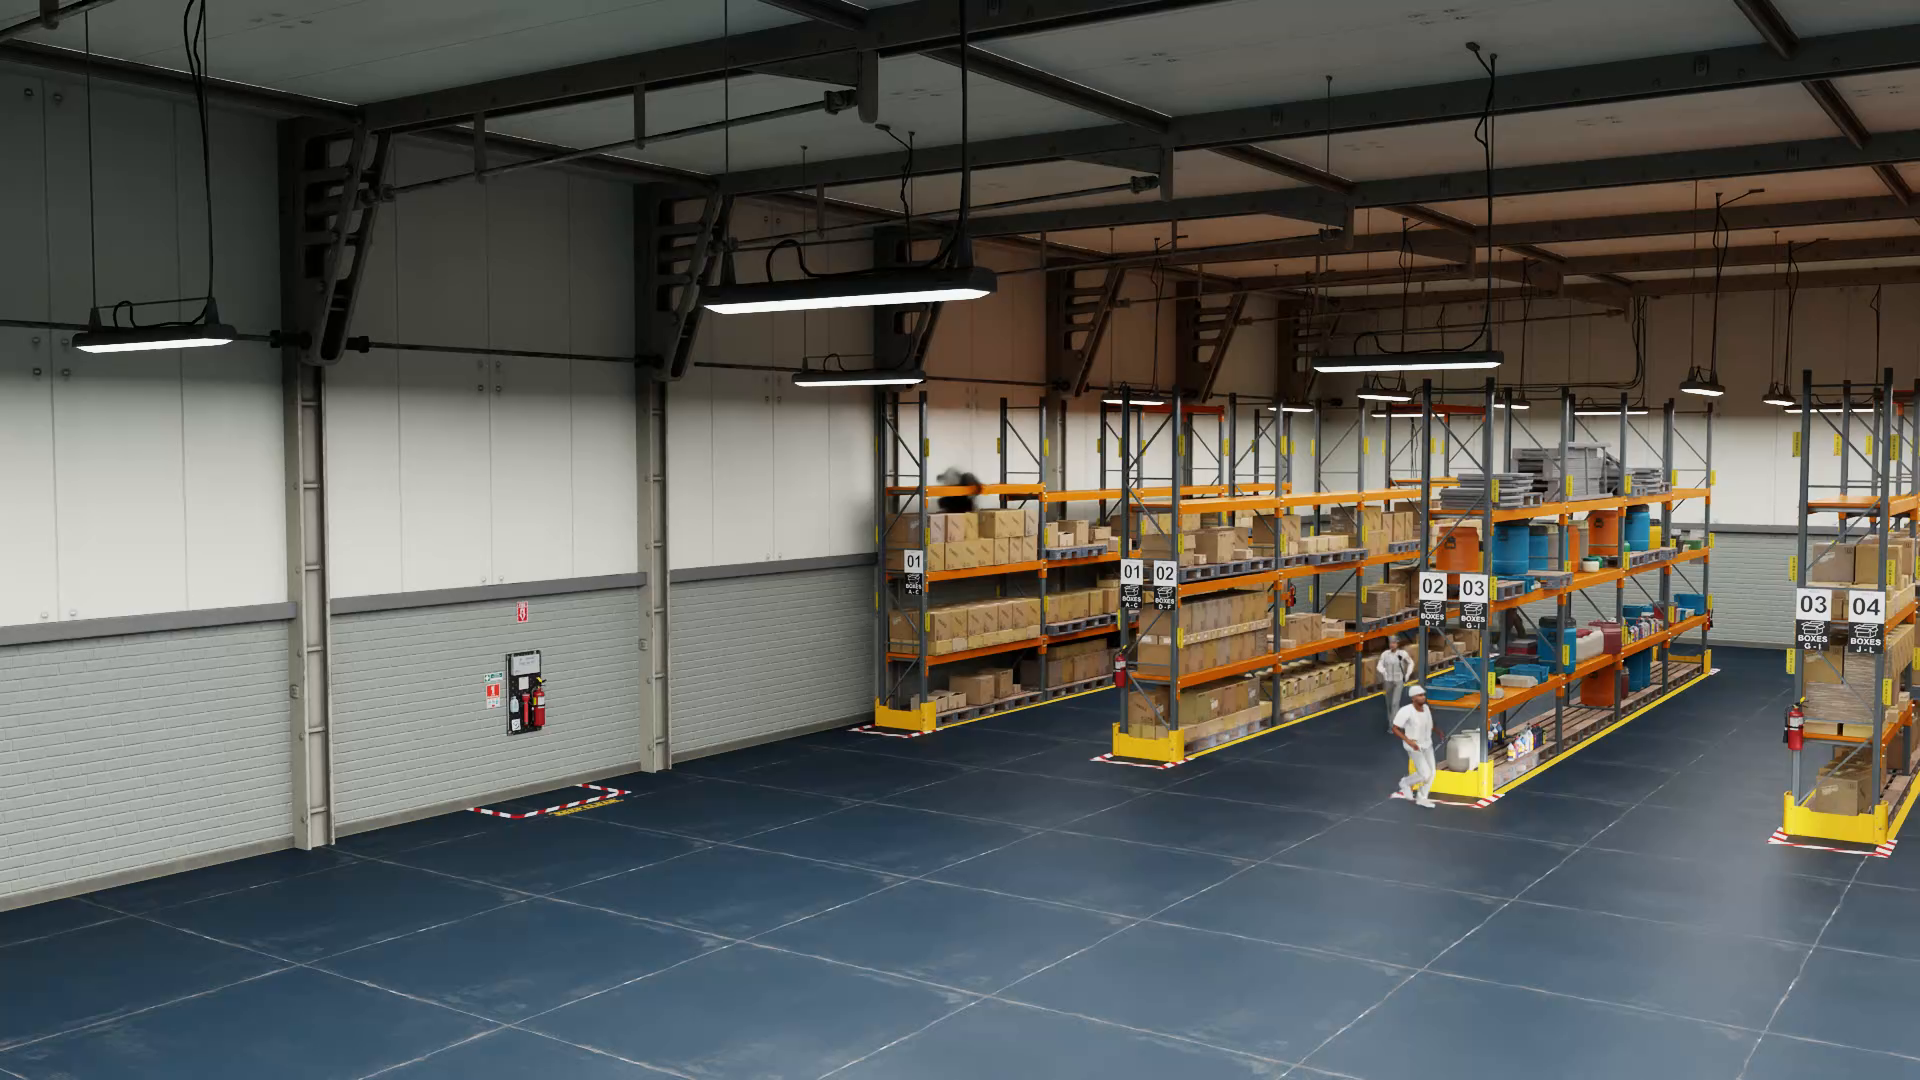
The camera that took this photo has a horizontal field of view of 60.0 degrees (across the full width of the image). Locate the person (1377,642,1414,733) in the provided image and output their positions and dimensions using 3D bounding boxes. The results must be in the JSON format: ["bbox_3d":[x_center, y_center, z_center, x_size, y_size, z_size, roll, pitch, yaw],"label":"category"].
[{"bbox_3d":[7.729,2.553,29.532,0.624,1.648,0.914,2,4,26],"label":"person"}]

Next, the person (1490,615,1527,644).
[{"bbox_3d":[13.424,2.155,40.612,0.491,0.937,0.884,-3,4,-45],"label":"person"}]

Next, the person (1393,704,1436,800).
[{"bbox_3d":[6.350,2.962,23.158,0.694,1.386,0.509,-2,4,-37],"label":"person"}]
